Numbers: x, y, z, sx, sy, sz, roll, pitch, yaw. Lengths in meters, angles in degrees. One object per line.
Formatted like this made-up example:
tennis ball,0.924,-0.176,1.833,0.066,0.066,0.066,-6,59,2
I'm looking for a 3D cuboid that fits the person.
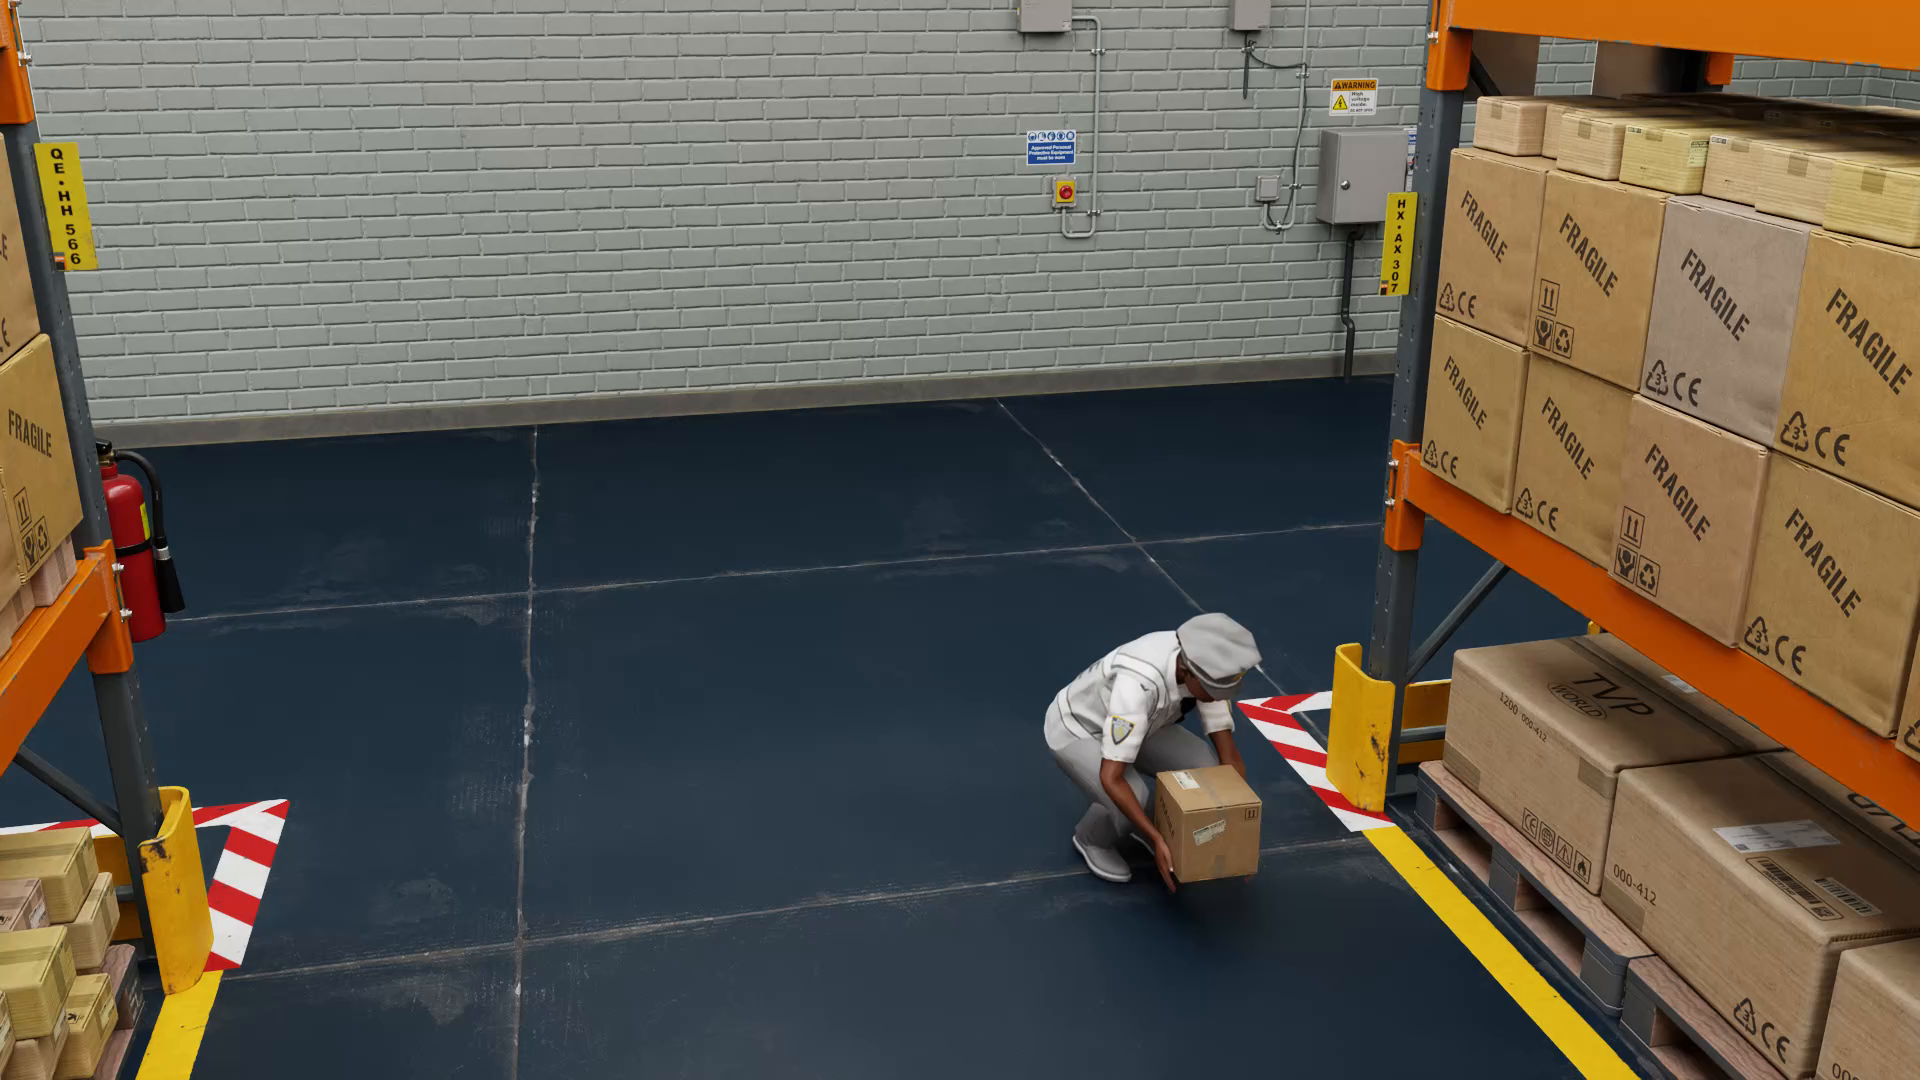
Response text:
person,0.607,0.649,5.338,0.501,0.955,0.857,-11,22,-27
